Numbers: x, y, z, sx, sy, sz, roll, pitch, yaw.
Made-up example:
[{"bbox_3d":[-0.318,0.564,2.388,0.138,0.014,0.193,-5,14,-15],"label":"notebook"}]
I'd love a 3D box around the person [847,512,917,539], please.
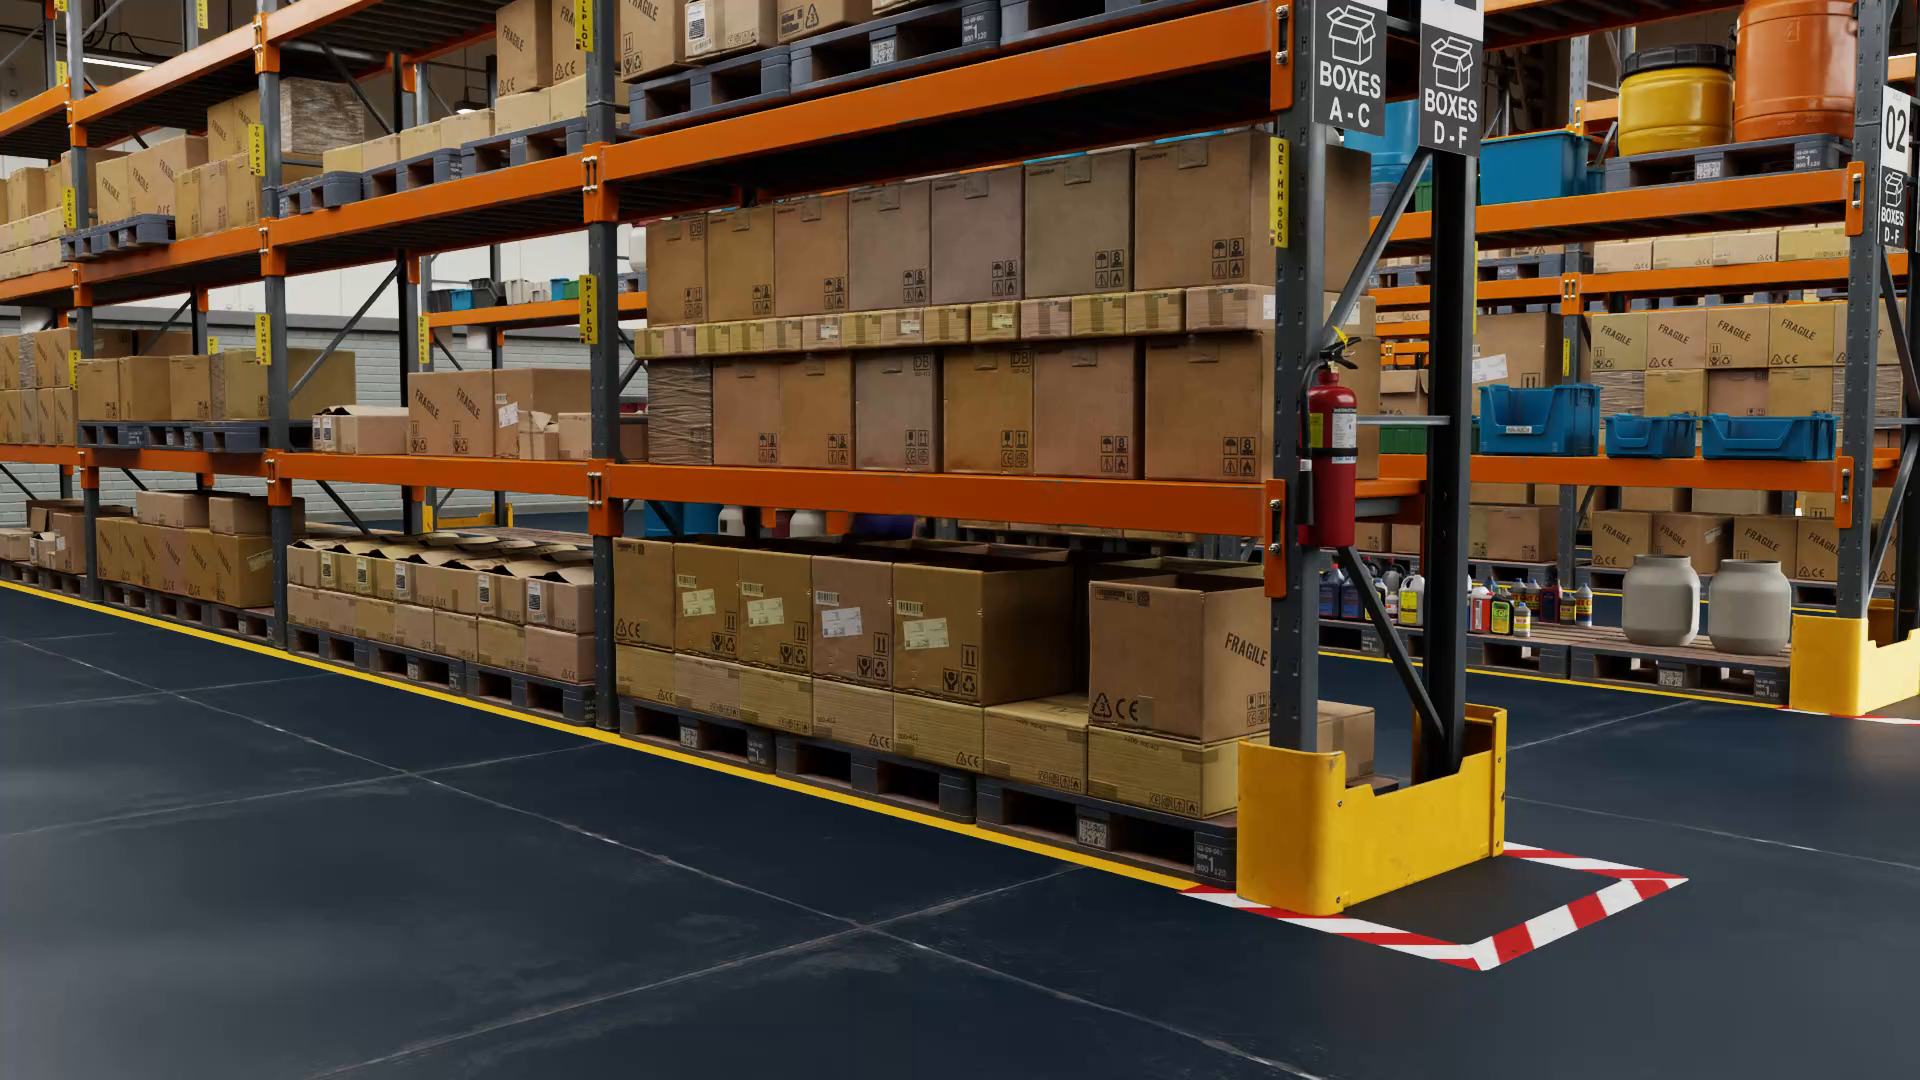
[{"bbox_3d":[-0.534,-0.144,11.454,0.489,1.617,0.757,-2,4,-26],"label":"person"}]
